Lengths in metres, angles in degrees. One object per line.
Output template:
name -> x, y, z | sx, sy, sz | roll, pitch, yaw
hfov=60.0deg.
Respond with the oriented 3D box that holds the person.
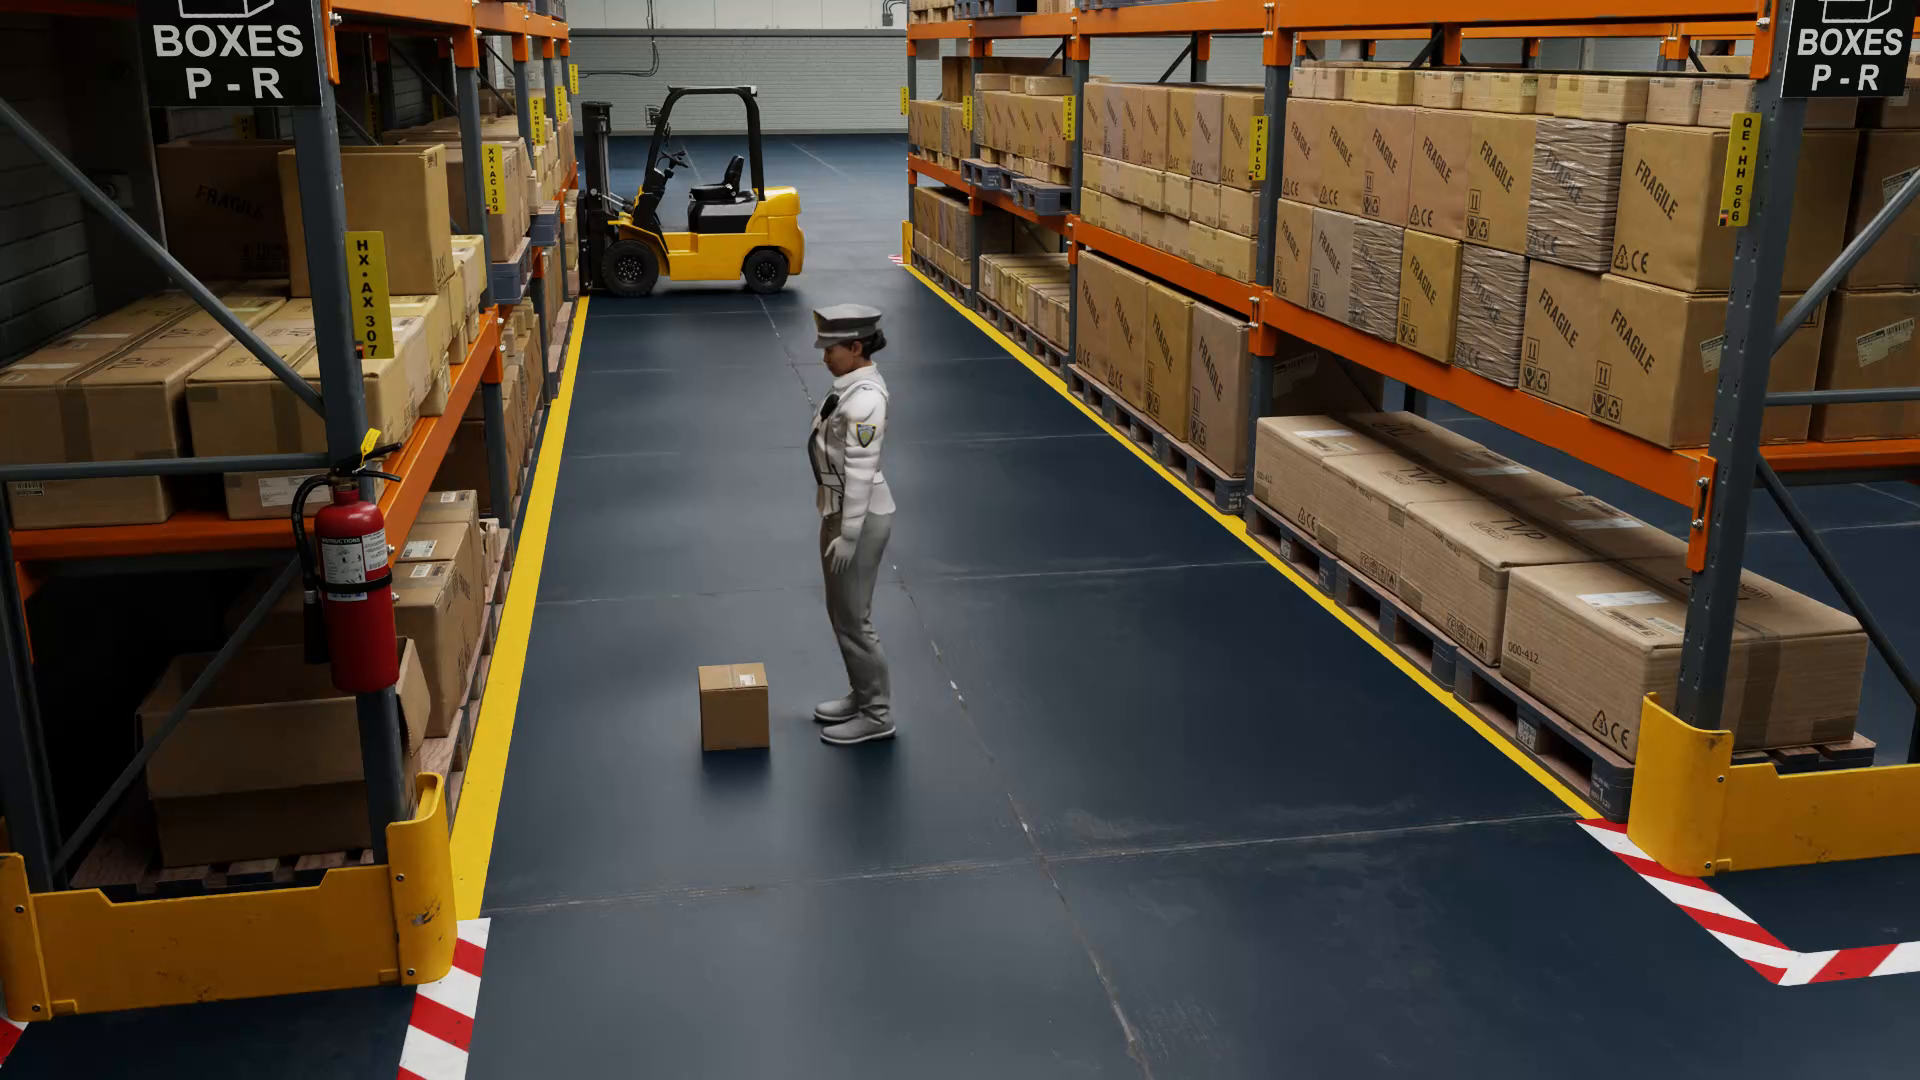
person -> -0.406, -0.055, 6.232 | 0.328, 1.661, 0.470 | -3, 17, -9
